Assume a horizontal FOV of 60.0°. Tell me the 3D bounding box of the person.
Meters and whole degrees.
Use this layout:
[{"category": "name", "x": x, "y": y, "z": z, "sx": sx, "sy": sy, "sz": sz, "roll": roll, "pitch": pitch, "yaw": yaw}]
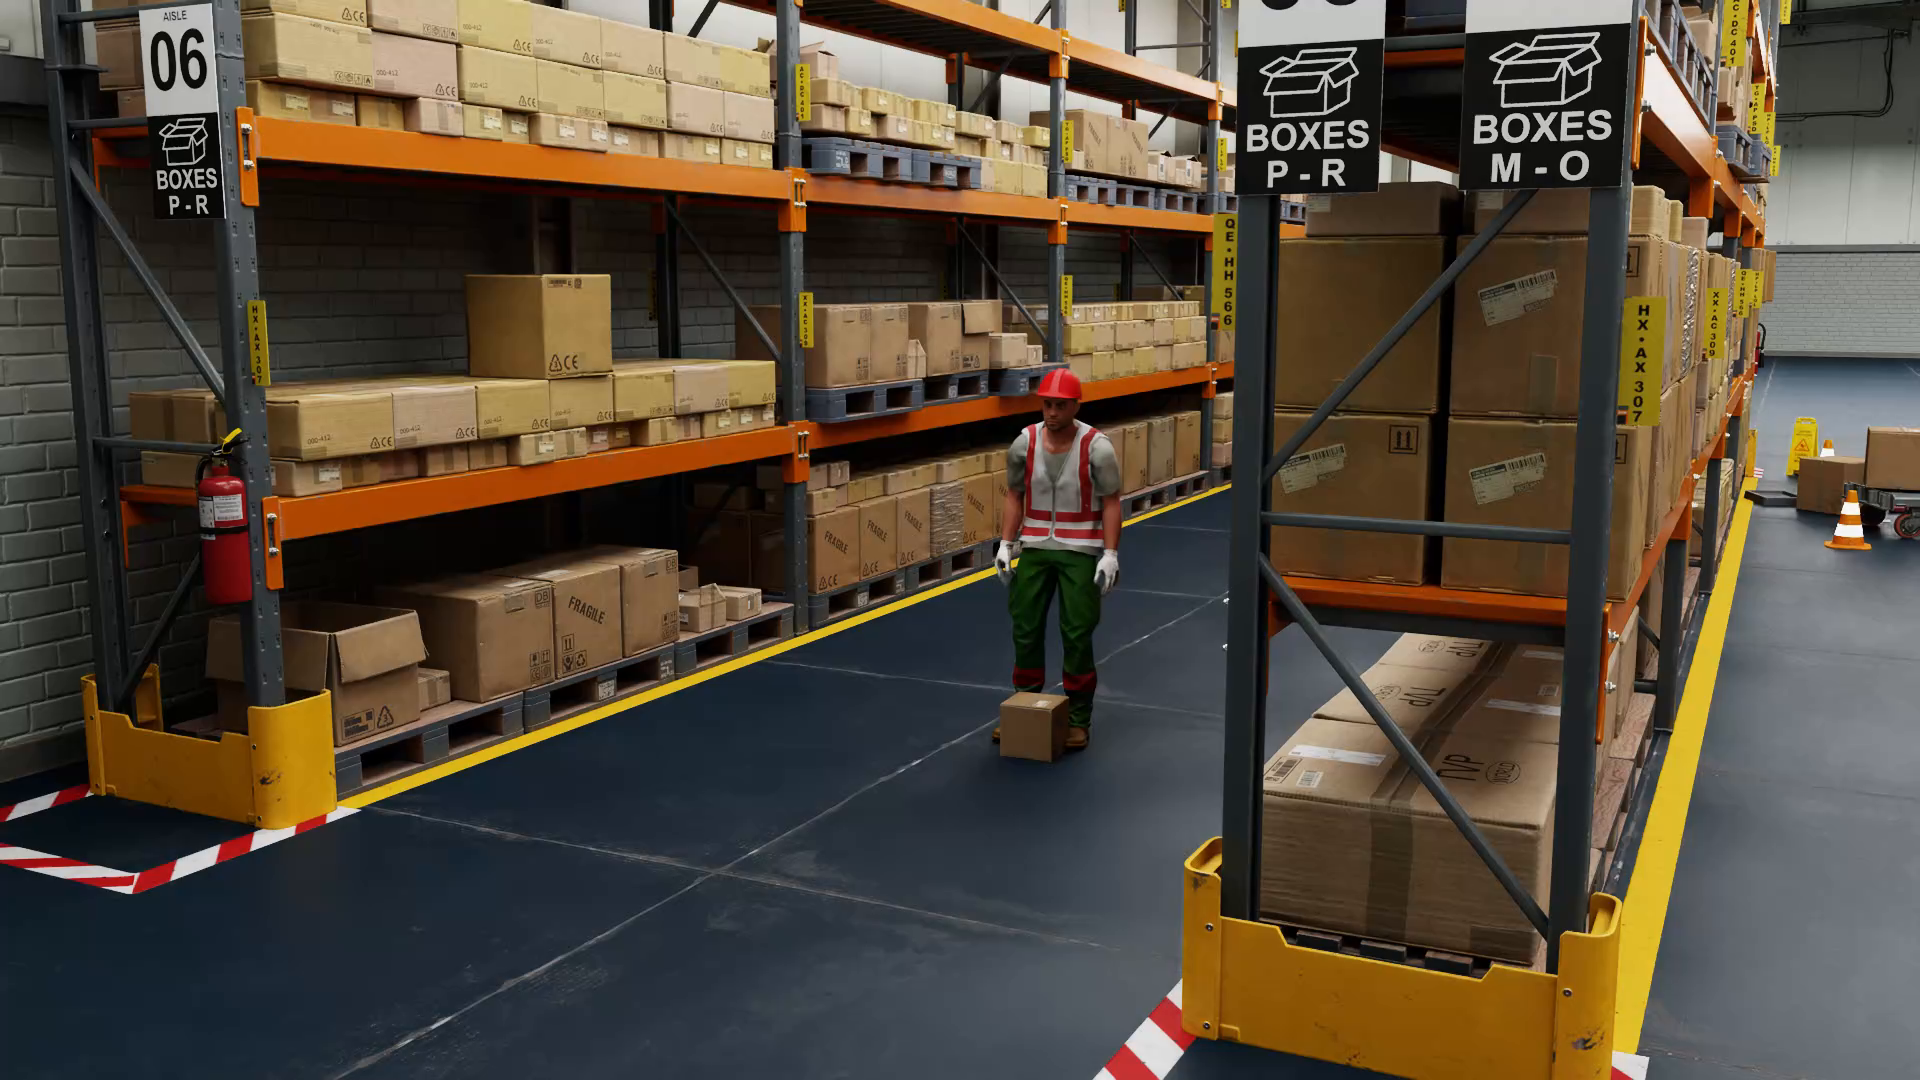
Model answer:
[{"category": "person", "x": 0.440, "y": 0.082, "z": 7.809, "sx": 0.606, "sy": 1.775, "sz": 0.453, "roll": 4, "pitch": 10, "yaw": 26}]
